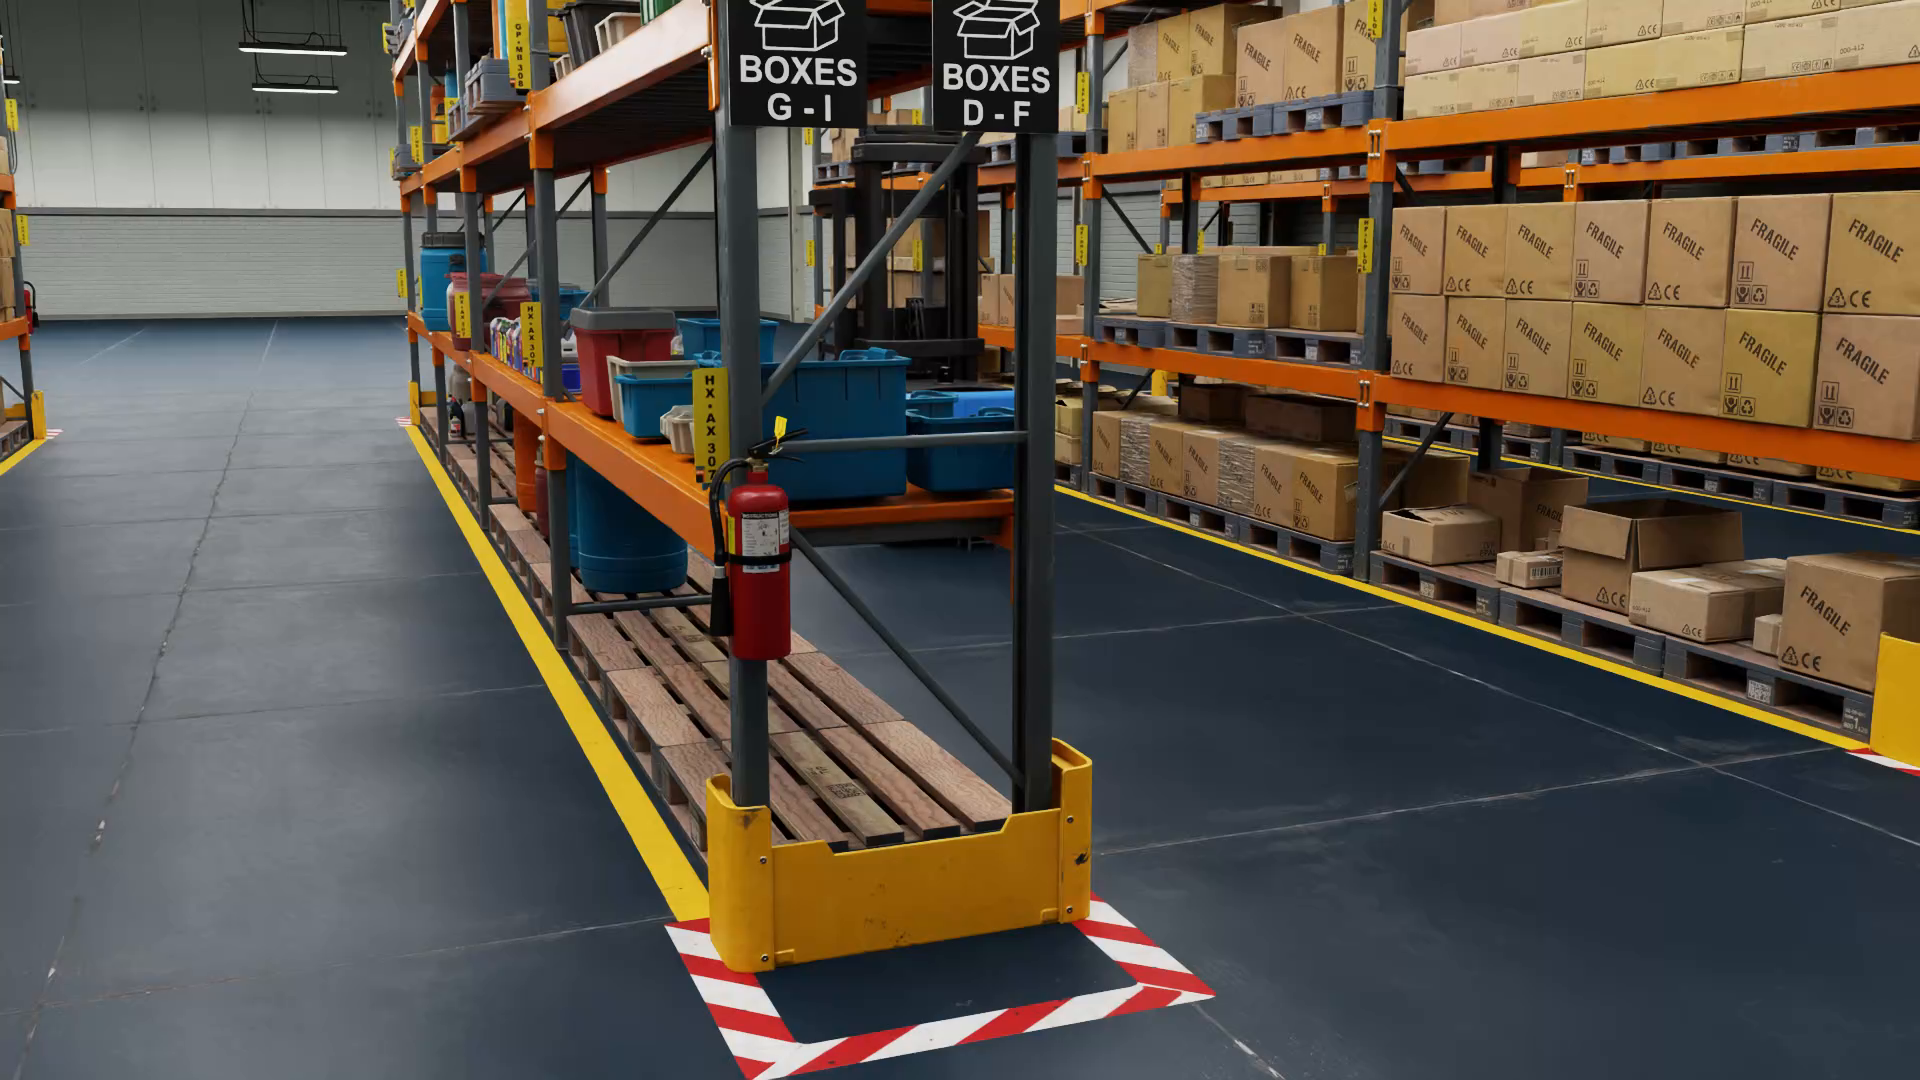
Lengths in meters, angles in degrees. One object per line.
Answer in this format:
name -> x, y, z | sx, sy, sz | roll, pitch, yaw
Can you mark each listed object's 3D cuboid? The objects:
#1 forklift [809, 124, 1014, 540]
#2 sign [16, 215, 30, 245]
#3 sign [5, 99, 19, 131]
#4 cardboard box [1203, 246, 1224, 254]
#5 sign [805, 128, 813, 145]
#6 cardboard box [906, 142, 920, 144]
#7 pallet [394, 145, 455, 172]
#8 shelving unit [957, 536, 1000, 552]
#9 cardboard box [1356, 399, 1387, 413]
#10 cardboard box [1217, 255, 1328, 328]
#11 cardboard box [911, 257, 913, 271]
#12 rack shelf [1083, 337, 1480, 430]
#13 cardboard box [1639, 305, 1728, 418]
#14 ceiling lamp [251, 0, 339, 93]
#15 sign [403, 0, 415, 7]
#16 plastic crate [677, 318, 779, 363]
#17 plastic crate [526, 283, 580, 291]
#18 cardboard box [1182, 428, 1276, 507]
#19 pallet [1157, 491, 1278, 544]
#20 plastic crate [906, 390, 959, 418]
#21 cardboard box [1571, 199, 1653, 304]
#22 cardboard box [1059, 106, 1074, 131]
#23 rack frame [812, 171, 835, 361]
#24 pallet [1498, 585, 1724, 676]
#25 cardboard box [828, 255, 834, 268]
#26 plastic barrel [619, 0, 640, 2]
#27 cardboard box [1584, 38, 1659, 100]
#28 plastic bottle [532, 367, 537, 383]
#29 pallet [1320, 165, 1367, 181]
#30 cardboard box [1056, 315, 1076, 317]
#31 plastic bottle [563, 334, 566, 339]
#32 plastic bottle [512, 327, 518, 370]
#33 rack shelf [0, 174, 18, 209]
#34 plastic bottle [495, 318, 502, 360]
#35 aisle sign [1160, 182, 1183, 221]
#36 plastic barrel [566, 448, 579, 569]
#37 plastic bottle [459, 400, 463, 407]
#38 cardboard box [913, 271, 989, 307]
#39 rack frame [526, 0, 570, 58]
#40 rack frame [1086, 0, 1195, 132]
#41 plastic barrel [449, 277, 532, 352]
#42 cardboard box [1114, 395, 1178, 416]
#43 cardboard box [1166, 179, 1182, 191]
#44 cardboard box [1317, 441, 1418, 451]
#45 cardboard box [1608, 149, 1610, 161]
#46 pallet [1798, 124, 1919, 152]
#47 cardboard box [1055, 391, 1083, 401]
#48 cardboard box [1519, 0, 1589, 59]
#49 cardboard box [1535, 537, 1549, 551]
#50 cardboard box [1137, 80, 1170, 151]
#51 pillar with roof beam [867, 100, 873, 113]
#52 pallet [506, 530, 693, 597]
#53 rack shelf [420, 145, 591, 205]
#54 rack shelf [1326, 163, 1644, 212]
forklift -> -0.509, -1.647, 12.808 | 1.130, 2.935, 3.031 | -4, 11, -21
sign -> -10.087, -3.336, 17.902 | 0.100, 0.325, 0.005 | -4, 11, -21
sign -> -10.087, -4.523, 17.691 | 0.100, 0.325, 0.005 | -4, 11, -21
cardboard box -> 3.482, -3.564, 21.620 | 0.500, 0.500, 0.500 | -4, 11, -23
sign -> -1.897, -5.119, 20.844 | 0.100, 0.325, 0.005 | -4, 11, -21
cardboard box -> -0.620, -4.362, 18.432 | 0.380, 0.149, 0.250 | -4, 11, -21
pallet -> -4.898, -3.735, 16.329 | 1.213, 0.211, 1.003 | -4, 11, -21
shelving unit -> 0.130, -0.385, 11.516 | 0.258, 0.900, 0.210 | -4, 11, -21
cardboard box -> 4.970, -1.736, 18.994 | 0.700, 0.500, 0.500 | -4, 11, -19
cardboard box -> 2.274, -1.788, 11.925 | 0.700, 0.500, 0.500 | -7, 12, -35
cardboard box -> -0.314, -2.994, 18.047 | 0.380, 0.149, 0.250 | -4, 11, -22
rack shelf -> 2.247, -1.220, 12.269 | 1.077, 0.370, 4.000 | -4, 11, -21
cardboard box -> 3.638, -0.866, 7.940 | 0.500, 0.500, 0.500 | -4, 11, -20
ceiling lamp -> -16.637, -12.775, 41.378 | 2.000, 3.185, 0.800 | -4, 11, -21
sign -> -5.062, -5.058, 15.255 | 0.100, 0.325, 0.005 | -4, 11, -21
plastic crate -> -1.160, -0.901, 8.297 | 0.392, 0.384, 0.575 | -4, 11, -21
plastic crate -> -3.397, -1.902, 13.864 | 0.402, 0.464, 0.583 | -4, 11, -21
cardboard box -> 1.986, -0.542, 12.285 | 0.500, 0.500, 0.500 | -4, 11, -23
pallet -> 2.195, -0.205, 12.470 | 1.003, 0.211, 1.213 | -4, 11, -21
plastic crate -> -0.218, -0.397, 5.894 | 0.416, 0.233, 0.300 | -4, 11, -21
cardboard box -> 3.441, -1.442, 8.323 | 0.500, 0.500, 0.500 | -4, 11, -19
cardboard box -> 1.098, -3.666, 14.626 | 0.500, 0.250, 0.500 | -4, 11, -19
rack frame -> -1.377, -3.207, 21.383 | 1.000, 3.000, 0.127 | -4, 11, -21
pallet -> 3.665, 0.437, 8.864 | 1.003, 0.211, 1.213 | -4, 11, -21
cardboard box -> -1.436, -3.498, 20.880 | 0.380, 0.149, 0.250 | -4, 11, -21
plastic barrel -> -1.604, -2.787, 8.868 | 0.433, 0.535, 0.433 | 0, 10, 0
cardboard box -> 3.458, -2.311, 8.210 | 0.500, 0.250, 0.500 | -4, 11, -21
plastic bottle -> -2.406, -1.059, 9.663 | 0.152, 0.276, 0.135 | -4, 11, -21
pallet -> 4.812, -4.146, 18.632 | 1.213, 0.211, 1.003 | -4, 11, -21
cardboard box -> 1.007, -1.982, 15.214 | 0.380, 0.149, 0.250 | -3, 11, -17
plastic bottle -> -2.296, -1.068, 9.725 | 0.097, 0.271, 0.097 | 0, 10, 0
plastic bottle -> -2.806, -1.224, 10.601 | 0.097, 0.271, 0.097 | 0, 10, 0
rack shelf -> -9.887, -3.375, 15.817 | 1.077, 0.370, 4.000 | -4, 11, -21
plastic bottle -> -3.164, -1.382, 11.458 | 0.061, 0.283, 0.133 | -4, 11, -21
aisle sign -> 2.933, -4.794, 22.885 | 0.394, 0.787, 0.004 | -4, 11, -21
plastic barrel -> -2.085, -0.313, 9.909 | 0.600, 0.901, 0.708 | -4, 11, -21
plastic bottle -> -5.148, -1.301, 17.169 | 0.061, 0.283, 0.133 | -4, 11, -21
cardboard box -> -0.094, -2.675, 18.108 | 0.700, 0.500, 0.500 | -4, 11, -22
rack frame -> -1.647, -3.888, 8.082 | 1.000, 3.000, 0.127 | -4, 11, -21
rack frame -> 1.522, -4.855, 13.516 | 1.000, 3.000, 0.127 | -4, 11, -21
plastic barrel -> -3.547, -1.711, 12.584 | 0.600, 0.536, 0.708 | -4, 11, -21
cardboard box -> 1.606, -1.134, 14.782 | 0.500, 0.311, 0.500 | -4, 11, -19
cardboard box -> 3.127, -4.987, 22.484 | 0.500, 0.500, 0.500 | -4, 11, -19
cardboard box -> 2.819, -0.415, 11.568 | 0.500, 0.500, 0.500 | -4, 11, -20
cardboard box -> 6.091, -3.884, 16.282 | 0.500, 0.500, 0.500 | -4, 11, -21
pallet -> 7.209, -3.092, 12.720 | 0.805, 0.209, 1.217 | -4, 11, -23
cardboard box -> 0.908, -1.184, 15.064 | 0.500, 0.311, 0.500 | -4, 11, -22
cardboard box -> 3.269, -2.638, 8.622 | 0.500, 0.250, 0.500 | -4, 11, -21
cardboard box -> 3.634, 0.071, 9.838 | 0.380, 0.149, 0.250 | -4, 11, -21
cardboard box -> 1.896, -3.275, 12.914 | 0.910, 0.500, 0.500 | -4, 11, -21
pillar with roof beam -> -6.237, -9.081, 37.276 | 9.100, 9.000, 0.548 | -4, 11, -21
pallet -> -2.333, 0.111, 10.696 | 1.003, 0.211, 1.213 | -4, 11, -21
rack shelf -> -3.821, -3.036, 13.913 | 1.077, 0.370, 4.000 | -4, 11, -21
rack shelf -> 5.413, -3.665, 17.448 | 1.077, 0.370, 4.000 | -4, 11, -21
